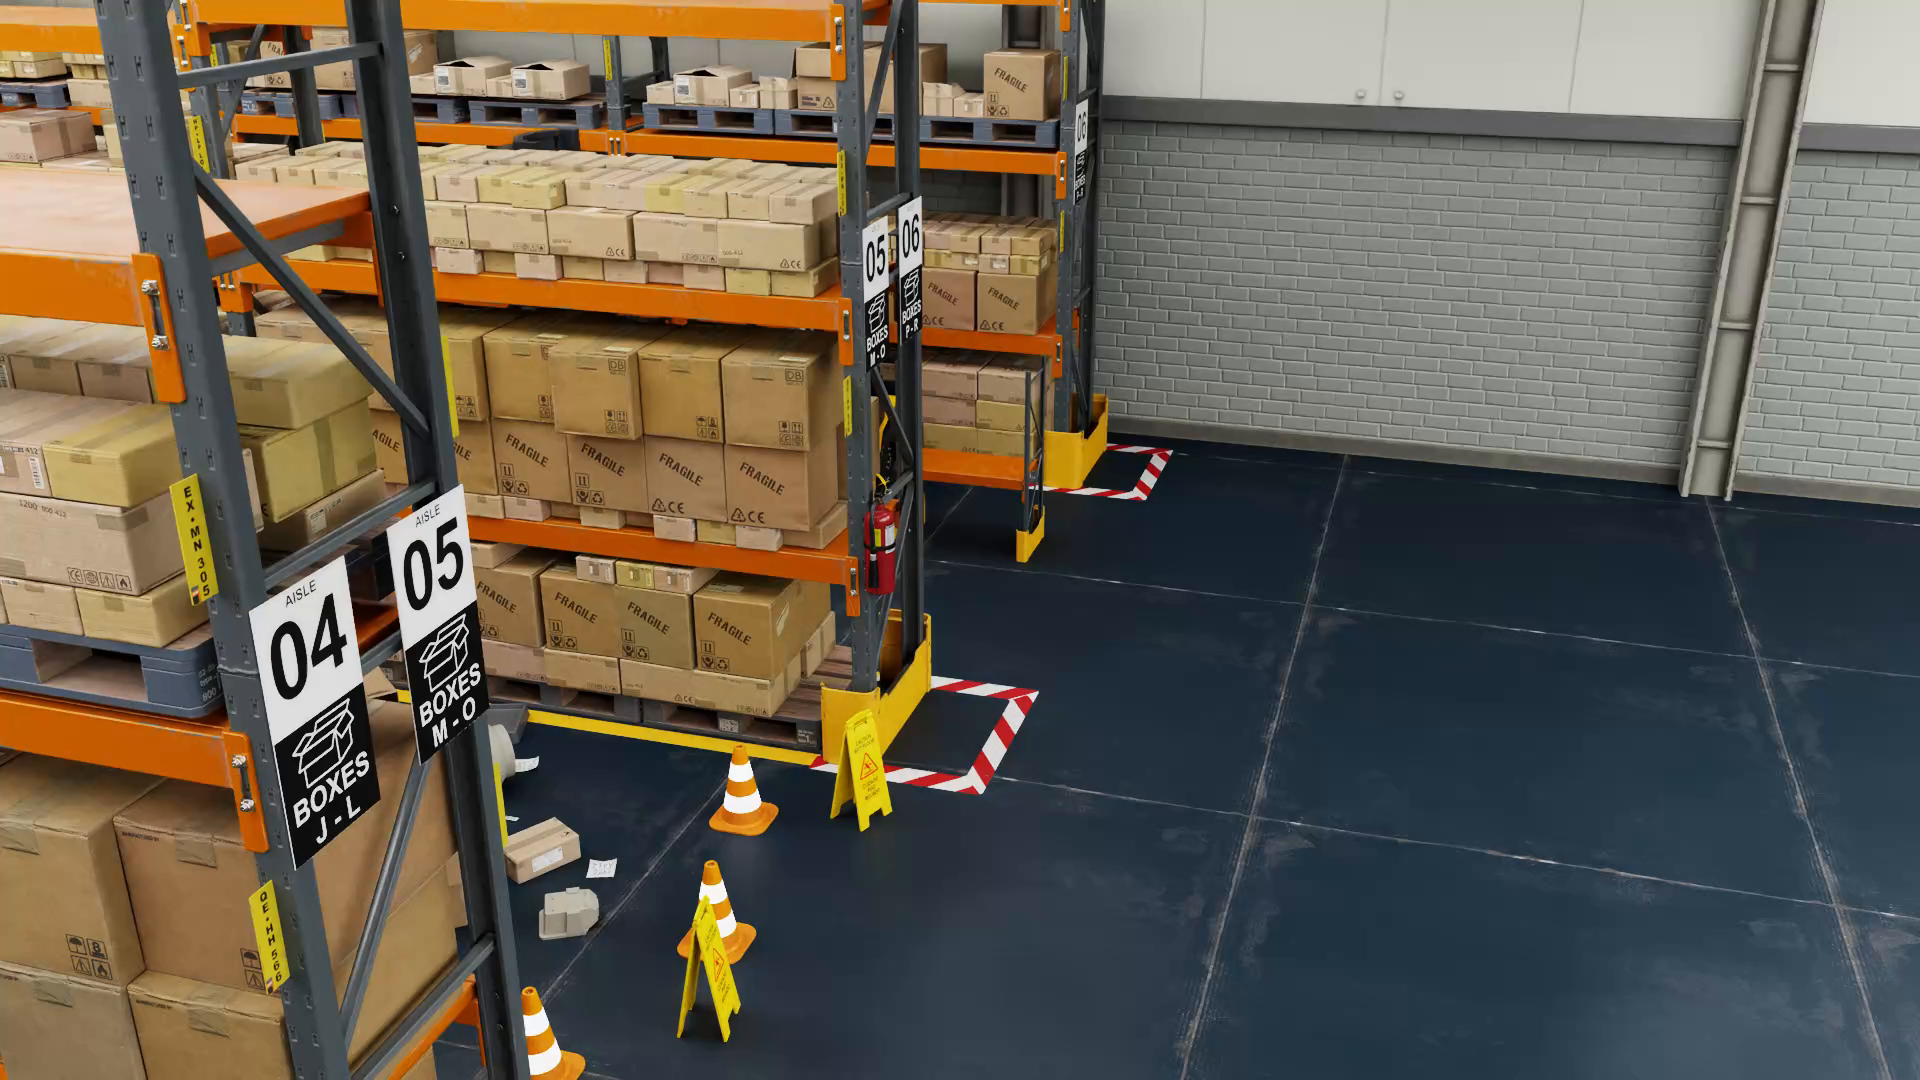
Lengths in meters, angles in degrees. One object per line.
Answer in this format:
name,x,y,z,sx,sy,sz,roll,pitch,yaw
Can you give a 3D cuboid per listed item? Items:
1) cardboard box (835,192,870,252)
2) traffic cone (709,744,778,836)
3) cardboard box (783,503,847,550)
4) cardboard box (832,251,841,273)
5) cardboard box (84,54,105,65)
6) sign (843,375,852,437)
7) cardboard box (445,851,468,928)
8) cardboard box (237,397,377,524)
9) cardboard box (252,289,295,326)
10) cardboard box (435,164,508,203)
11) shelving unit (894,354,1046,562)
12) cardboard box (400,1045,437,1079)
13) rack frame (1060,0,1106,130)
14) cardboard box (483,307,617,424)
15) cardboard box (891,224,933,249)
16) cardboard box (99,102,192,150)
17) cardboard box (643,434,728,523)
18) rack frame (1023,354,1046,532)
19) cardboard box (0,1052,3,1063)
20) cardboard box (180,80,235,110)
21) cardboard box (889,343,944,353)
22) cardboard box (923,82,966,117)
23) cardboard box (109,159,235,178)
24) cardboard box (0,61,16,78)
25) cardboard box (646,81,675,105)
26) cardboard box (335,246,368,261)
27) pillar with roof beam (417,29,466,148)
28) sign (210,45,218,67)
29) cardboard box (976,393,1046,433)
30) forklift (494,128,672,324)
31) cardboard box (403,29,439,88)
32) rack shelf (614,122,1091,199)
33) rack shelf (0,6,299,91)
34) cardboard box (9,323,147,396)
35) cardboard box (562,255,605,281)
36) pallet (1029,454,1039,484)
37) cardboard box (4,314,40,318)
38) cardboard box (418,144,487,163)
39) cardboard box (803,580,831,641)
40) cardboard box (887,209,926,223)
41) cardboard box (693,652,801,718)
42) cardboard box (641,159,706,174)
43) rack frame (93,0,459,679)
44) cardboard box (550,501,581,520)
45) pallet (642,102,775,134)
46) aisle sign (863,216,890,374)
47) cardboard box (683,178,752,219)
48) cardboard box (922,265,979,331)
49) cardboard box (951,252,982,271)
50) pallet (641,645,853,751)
cardboard box,-0.836,-1.853,9.592,0.500,0.250,0.500,6,23,15
traffic cone,-1.216,1.351,9.273,0.334,0.463,0.336,7,23,16
cardboard box,-0.851,-0.092,9.777,0.250,0.149,0.380,7,23,17
cardboard box,-0.655,-1.671,9.674,0.250,0.149,0.380,7,23,16
cardboard box,-8.075,-4.612,15.793,0.250,0.149,0.380,6,23,14
sign,-0.611,-0.727,9.053,0.005,0.325,0.100,7,23,16
cardboard box,-2.844,1.638,8.520,0.637,0.503,0.797,-9,24,-21
cardboard box,-2.152,-0.278,5.068,0.500,0.250,0.500,6,23,15
cardboard box,-4.609,-1.541,11.049,0.250,0.149,0.380,6,23,15
cardboard box,-2.791,-2.048,9.542,0.250,0.149,0.380,6,23,15
shelving unit,0.073,-0.686,12.870,1.083,1.500,0.587,7,23,16
cardboard box,-2.433,2.303,5.854,0.875,0.875,0.875,7,23,16
rack frame,0.999,-4.824,13.078,0.127,3.000,1.000,7,23,16
cardboard box,-2.421,-1.050,9.940,0.500,0.500,0.700,6,23,15
cardboard box,-0.407,-2.572,14.115,0.250,0.149,0.380,7,23,17
cardboard box,-5.185,-2.688,10.808,0.500,0.250,0.500,6,23,14
cardboard box,-1.509,-0.445,9.782,0.500,0.500,0.500,7,23,16
rack frame,0.568,-0.629,12.732,0.032,1.500,0.500,7,23,16
cardboard box,-3.165,1.312,5.827,0.550,0.550,0.875,7,23,16
cardboard box,-7.222,-4.212,15.736,0.500,0.250,0.500,6,23,14
cardboard box,-0.362,-1.667,15.038,0.500,0.250,0.500,6,23,15
cardboard box,-0.125,-3.623,13.594,0.258,0.266,0.396,7,23,16
cardboard box,-4.862,-2.207,10.295,0.500,0.250,0.500,6,23,14
cardboard box,-9.099,-4.557,16.024,0.250,0.149,0.380,7,23,17
cardboard box,-2.489,-3.840,14.276,0.250,0.149,0.380,7,23,17
cardboard box,-3.529,-1.795,9.978,0.250,0.149,0.380,7,23,16
pillar with roof beam,-6.395,-4.321,11.853,0.400,9.000,9.100,7,23,16
sign,-6.819,-4.356,15.207,0.005,0.325,0.100,7,23,16
cardboard box,0.443,-1.142,14.417,0.500,0.250,0.500,6,23,15
forklift,-2.920,-1.863,13.854,3.031,2.935,1.130,6,23,14
cardboard box,-5.062,-4.321,14.986,0.500,0.500,0.500,7,23,17
rack shelf,-0.916,-3.323,14.318,4.000,0.370,1.077,7,23,16
rack shelf,-6.176,-3.160,10.496,4.000,0.370,1.077,7,23,16
cardboard box,-2.719,-0.552,5.211,0.250,0.149,0.380,7,23,16
cardboard box,-2.072,-1.604,9.512,0.250,0.149,0.380,6,23,14
pallet,0.255,-0.827,14.913,1.213,0.211,1.003,7,23,16
cardboard box,-6.238,-1.198,11.067,0.500,0.500,0.500,6,23,13
cardboard box,-3.114,-2.326,10.220,0.250,0.149,0.380,7,23,17
cardboard box,-1.147,0.295,10.585,0.500,0.500,0.500,6,23,14
cardboard box,-0.473,-2.829,14.740,0.250,0.149,0.380,6,23,14
cardboard box,-1.306,0.840,10.245,0.500,0.250,0.500,6,23,15
cardboard box,-1.664,-2.117,9.711,0.250,0.149,0.380,6,23,15
rack frame,-1.764,-1.211,4.269,0.127,3.000,1.000,7,23,16
cardboard box,-2.309,-0.266,10.203,0.250,0.149,0.380,7,23,16
pallet,-2.006,-3.750,14.528,1.213,0.211,1.003,7,23,16
aisle sign,-0.456,-1.335,9.052,0.004,0.787,0.394,7,23,16
cardboard box,-1.326,-1.878,9.130,0.250,0.149,0.380,6,23,15
cardboard box,-0.042,-2.114,14.243,0.500,0.500,0.500,7,23,17
cardboard box,0.102,-2.399,14.085,0.250,0.149,0.380,7,23,17
pallet,-1.272,0.935,10.617,1.213,0.211,1.003,7,23,16
